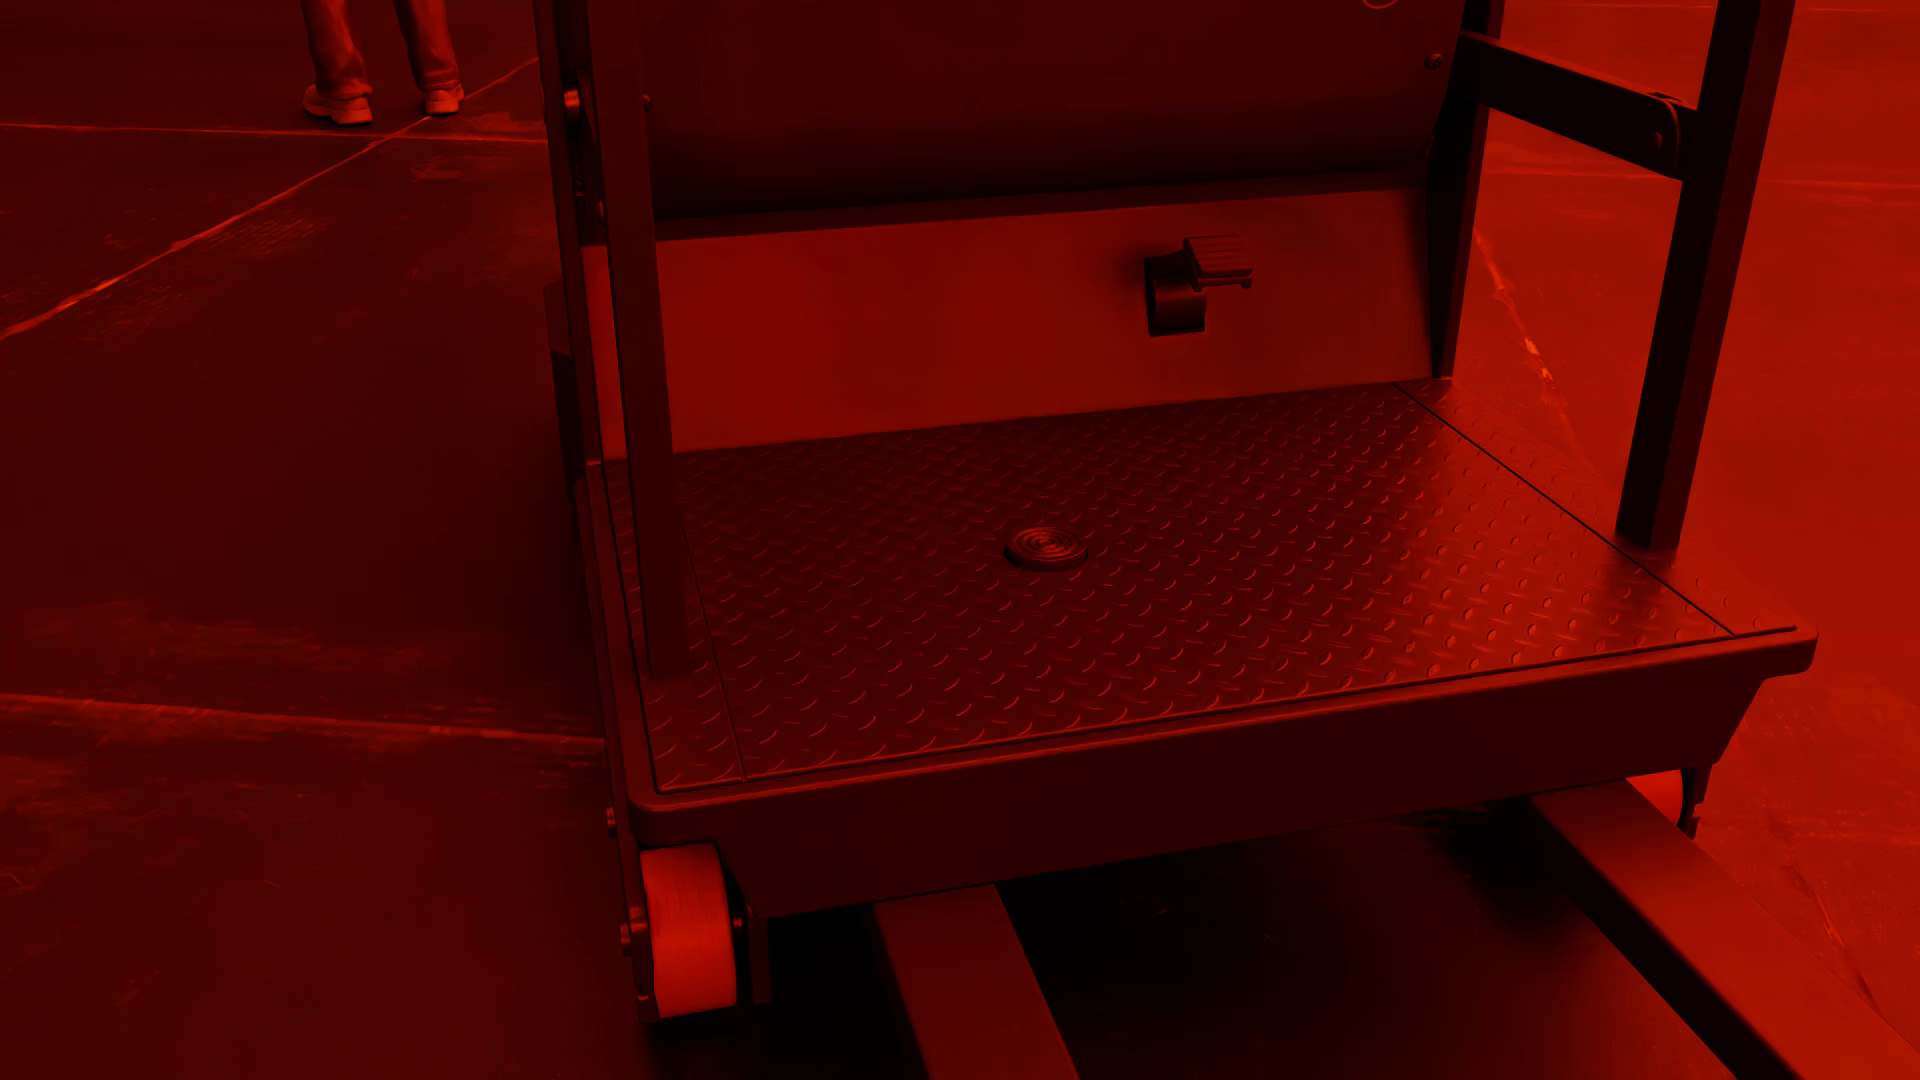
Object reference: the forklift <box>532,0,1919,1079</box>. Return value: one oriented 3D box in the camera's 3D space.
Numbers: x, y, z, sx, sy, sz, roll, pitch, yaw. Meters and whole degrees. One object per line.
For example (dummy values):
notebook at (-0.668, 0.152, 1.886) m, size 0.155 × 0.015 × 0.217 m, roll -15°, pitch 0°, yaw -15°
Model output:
forklift at (0.153, -1.020, 1.333) m, size 1.129 × 2.867 × 3.031 m, roll -7°, pitch 27°, yaw -13°

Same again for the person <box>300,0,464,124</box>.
person at (-1.812, -2.120, 4.762) m, size 0.610 × 1.774 × 0.385 m, roll -16°, pitch 31°, yaw -29°
